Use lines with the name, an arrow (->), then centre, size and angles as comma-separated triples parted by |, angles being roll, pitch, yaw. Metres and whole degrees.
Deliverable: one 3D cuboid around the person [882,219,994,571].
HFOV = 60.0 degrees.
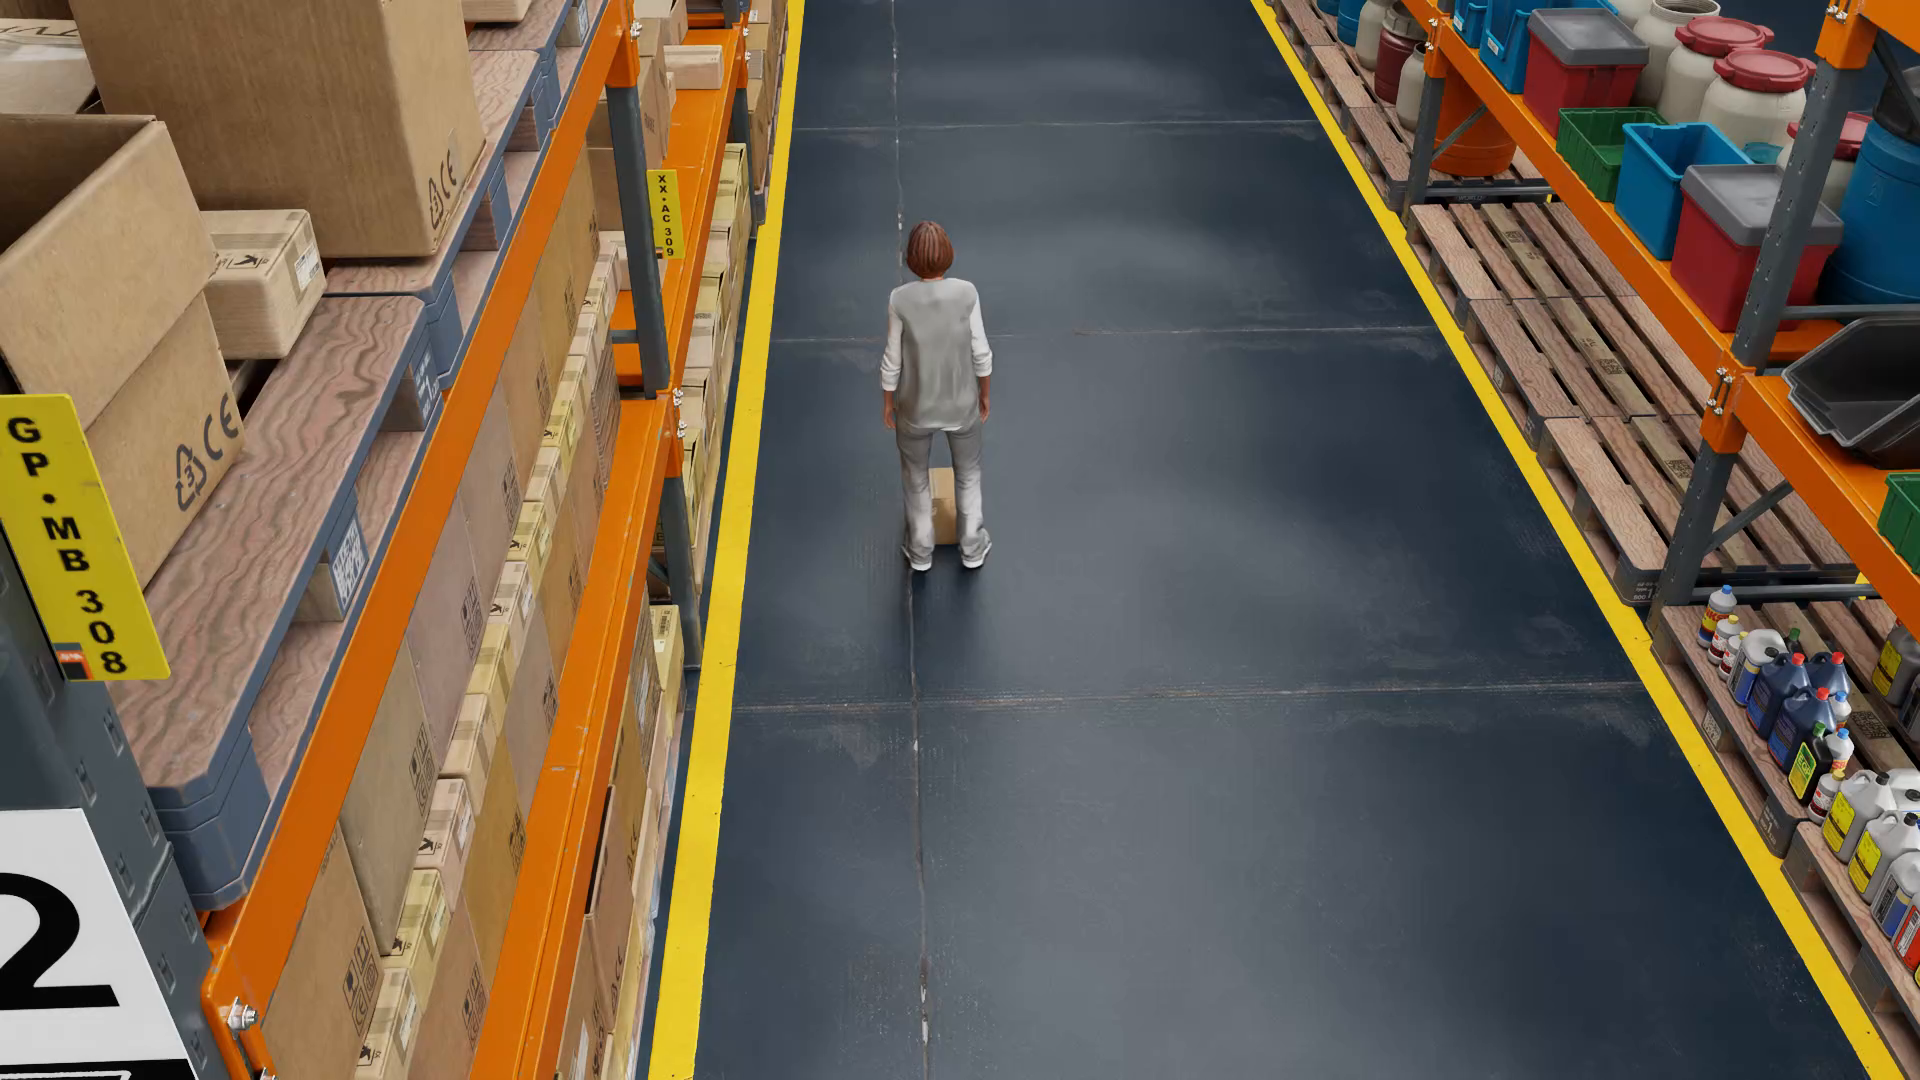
person -> -0.087, -0.563, 6.939 | 0.464, 1.593, 0.344 | -1, 36, -2
